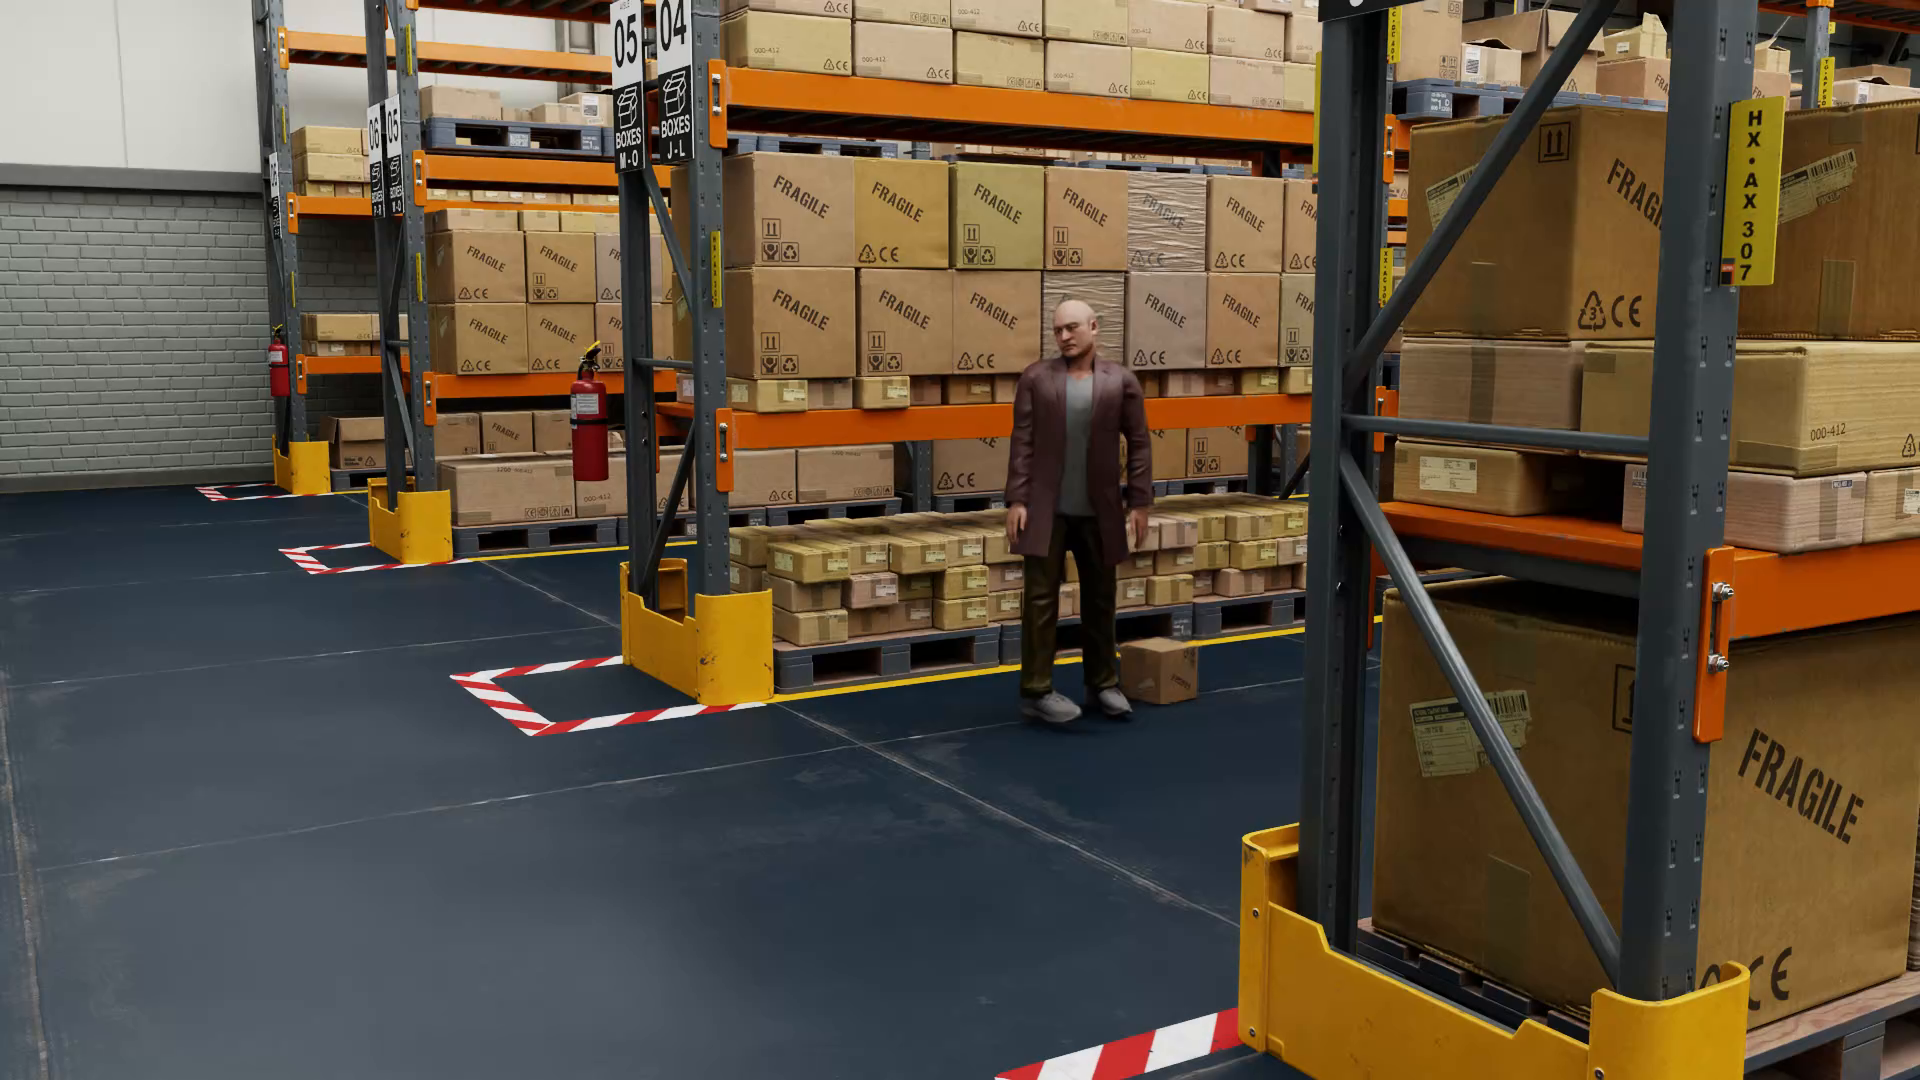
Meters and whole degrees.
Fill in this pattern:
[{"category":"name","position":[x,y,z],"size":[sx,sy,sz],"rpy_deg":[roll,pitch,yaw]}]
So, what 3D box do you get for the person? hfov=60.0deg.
[{"category":"person","position":[0.510,-0.123,7.072],"size":[0.645,1.780,0.571],"rpy_deg":[0,8,-1]}]
